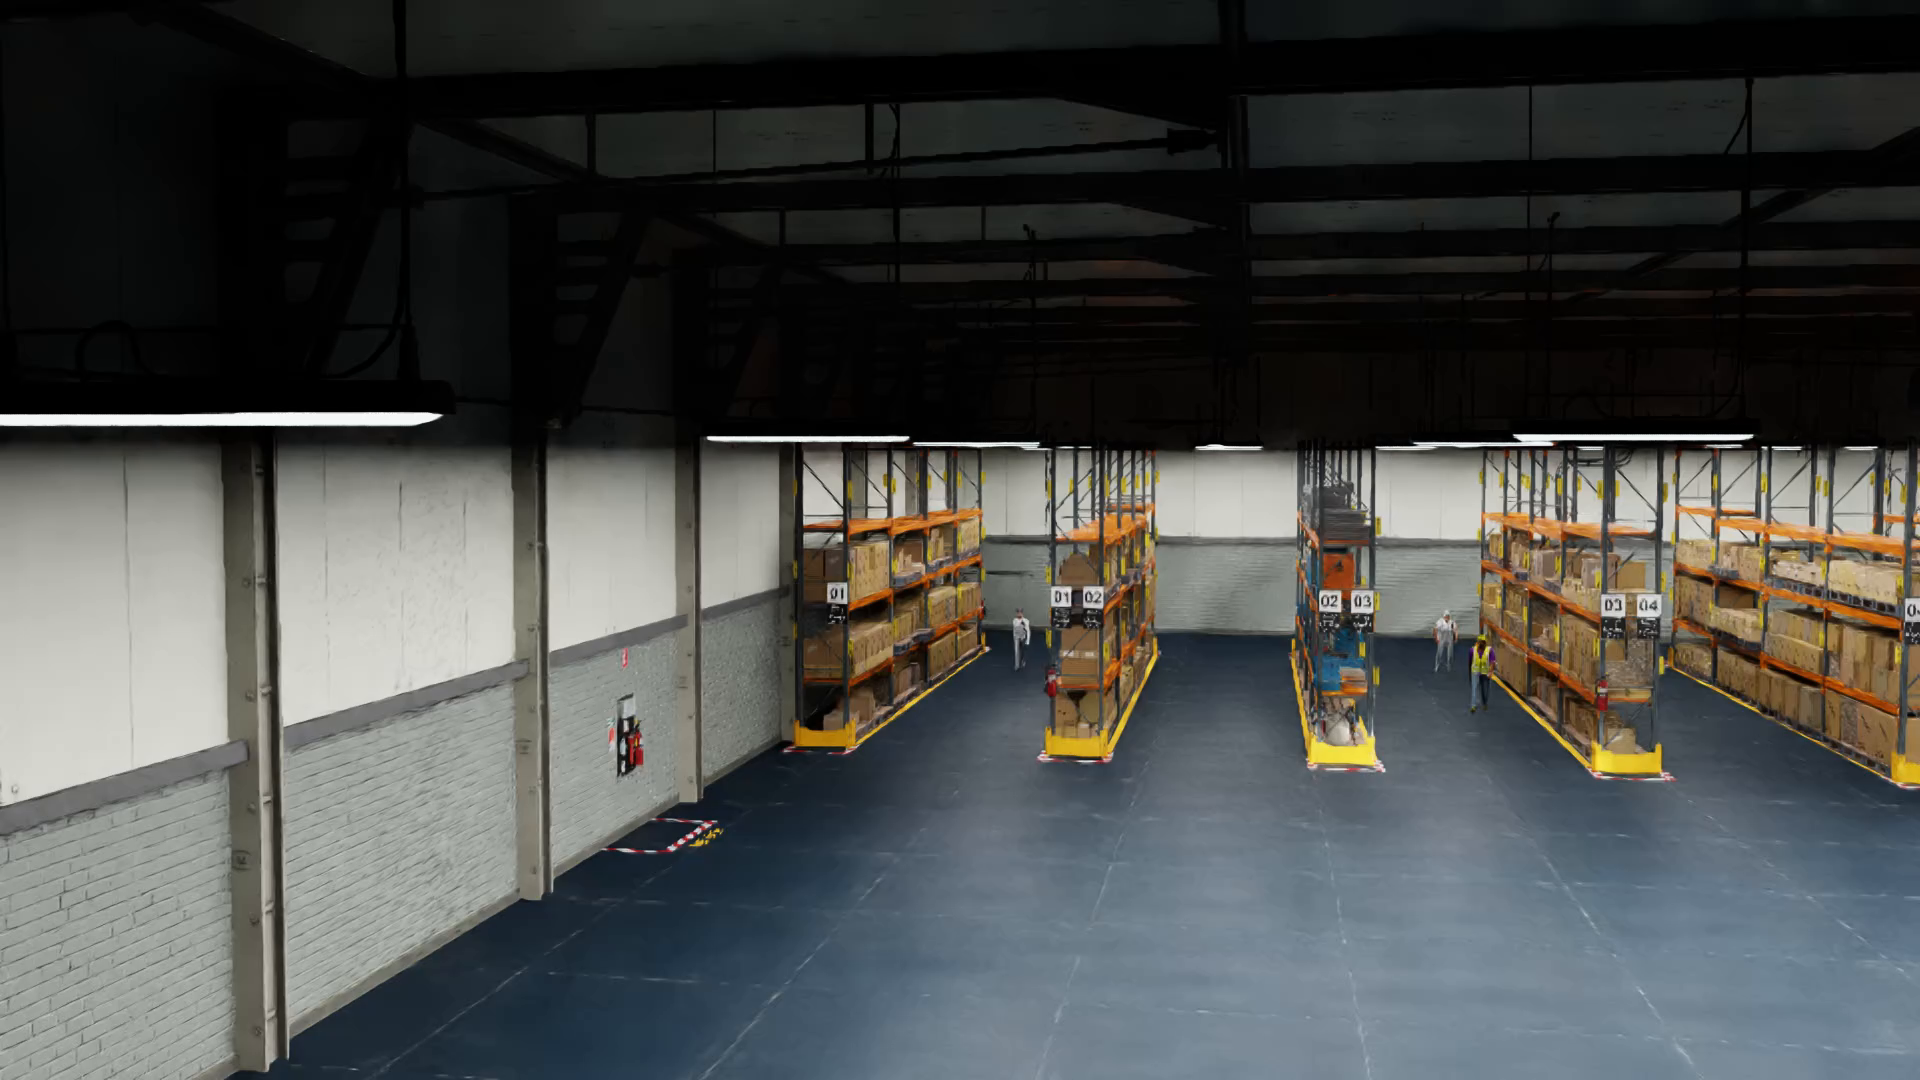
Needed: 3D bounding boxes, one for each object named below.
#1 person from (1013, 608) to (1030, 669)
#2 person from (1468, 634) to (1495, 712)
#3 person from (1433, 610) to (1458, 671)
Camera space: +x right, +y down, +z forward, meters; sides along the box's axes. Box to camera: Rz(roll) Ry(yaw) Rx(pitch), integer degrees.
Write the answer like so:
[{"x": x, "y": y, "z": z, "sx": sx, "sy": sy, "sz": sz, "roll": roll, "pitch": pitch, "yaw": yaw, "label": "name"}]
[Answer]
[{"x": 1.617, "y": 2.580, "z": 43.888, "sx": 0.500, "sy": 1.625, "sz": 0.997, "roll": 0, "pitch": 3, "yaw": 9, "label": "person"}, {"x": 11.495, "y": 2.920, "z": 36.657, "sx": 0.570, "sy": 1.708, "sz": 1.041, "roll": 1, "pitch": 3, "yaw": 19, "label": "person"}, {"x": 12.681, "y": 2.630, "z": 43.414, "sx": 0.625, "sy": 1.611, "sz": 0.575, "roll": 0, "pitch": 3, "yaw": 8, "label": "person"}]
